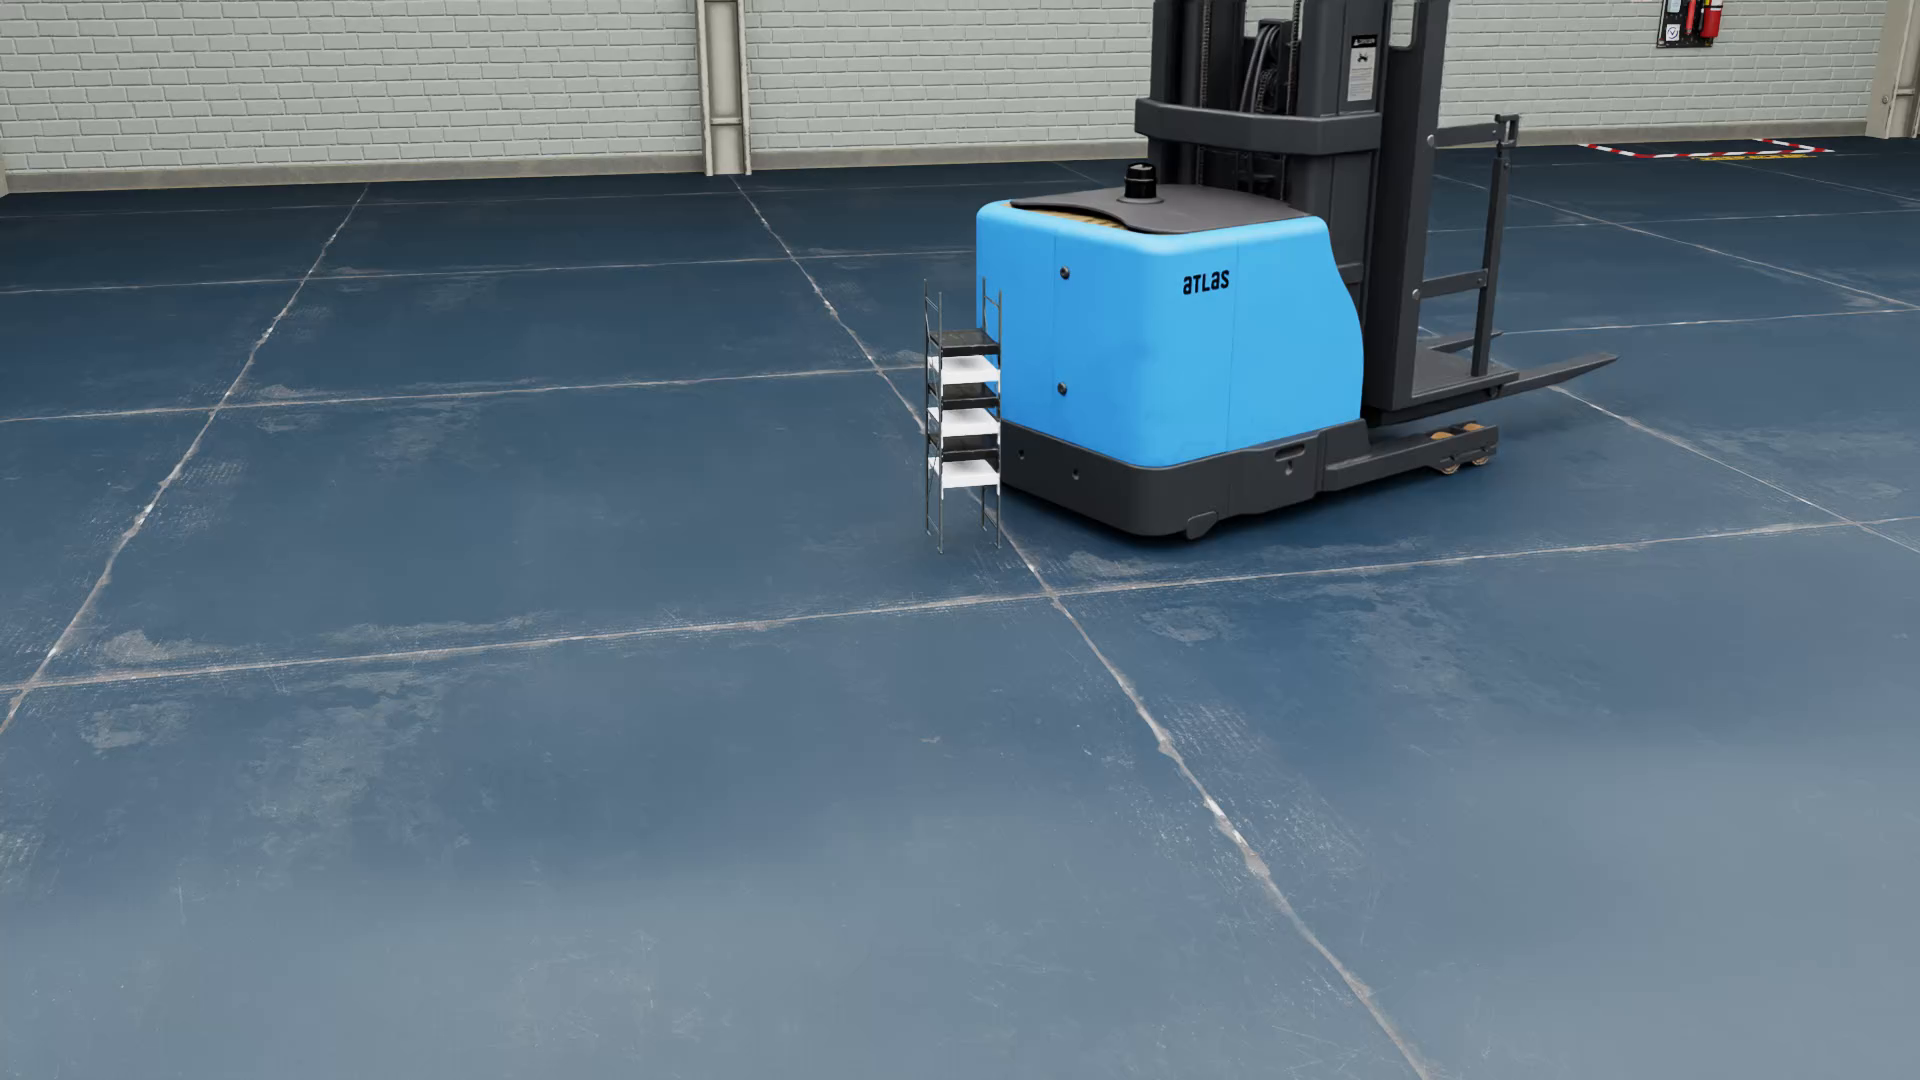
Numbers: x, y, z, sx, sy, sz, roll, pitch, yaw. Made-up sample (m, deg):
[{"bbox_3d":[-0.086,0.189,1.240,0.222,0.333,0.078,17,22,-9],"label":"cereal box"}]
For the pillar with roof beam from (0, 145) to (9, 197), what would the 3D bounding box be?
[{"bbox_3d":[-6.895,-5.541,7.859,0.400,9.000,9.100,-5,21,-12],"label":"pillar with roof beam"}]

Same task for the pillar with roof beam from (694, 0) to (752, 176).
[{"bbox_3d":[-1.056,-6.016,9.156,0.400,9.000,9.100,-5,21,-12],"label":"pillar with roof beam"}]

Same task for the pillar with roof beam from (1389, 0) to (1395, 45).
[{"bbox_3d":[4.783,-6.491,10.452,0.400,9.000,9.100,-5,21,-12],"label":"pillar with roof beam"}]

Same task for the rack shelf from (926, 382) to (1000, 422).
[{"bbox_3d":[0.008,-0.476,5.642,0.200,0.077,0.258,-5,21,-12],"label":"rack shelf"}]

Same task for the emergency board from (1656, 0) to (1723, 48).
[{"bbox_3d":[7.218,-5.407,16.215,0.643,1.169,0.194,-5,21,-12],"label":"emergency board"}]

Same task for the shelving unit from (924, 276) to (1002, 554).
[{"bbox_3d":[0.008,-0.423,5.662,0.210,0.900,0.258,-5,21,-12],"label":"shelving unit"}]

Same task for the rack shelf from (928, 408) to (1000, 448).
[{"bbox_3d":[0.008,-0.392,5.673,0.200,0.077,0.258,-5,21,-12],"label":"rack shelf"}]

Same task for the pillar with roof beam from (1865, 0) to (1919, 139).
[{"bbox_3d":[10.622,-6.966,11.748,0.400,9.000,9.100,-5,21,-12],"label":"pillar with roof beam"}]

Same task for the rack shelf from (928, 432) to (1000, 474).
[{"bbox_3d":[0.008,-0.307,5.704,0.200,0.077,0.258,-5,21,-12],"label":"rack shelf"}]

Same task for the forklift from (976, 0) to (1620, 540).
[{"bbox_3d":[1.527,-1.763,6.367,3.031,2.935,1.130,-15,25,-34],"label":"forklift"}]

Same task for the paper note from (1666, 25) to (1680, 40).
[{"bbox_3d":[7.029,-5.003,16.391,0.142,0.148,0.016,-5,21,-12],"label":"paper note"}]

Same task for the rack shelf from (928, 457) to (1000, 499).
[{"bbox_3d":[0.008,-0.223,5.735,0.200,0.077,0.258,-5,21,-12],"label":"rack shelf"}]

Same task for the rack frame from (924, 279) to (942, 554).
[{"bbox_3d":[-0.091,-0.415,5.640,0.006,0.900,0.240,-5,21,-12],"label":"rack frame"}]

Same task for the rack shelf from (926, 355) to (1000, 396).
[{"bbox_3d":[0.008,-0.561,5.611,0.200,0.077,0.258,-5,21,-12],"label":"rack shelf"}]

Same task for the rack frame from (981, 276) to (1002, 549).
[{"bbox_3d":[0.107,-0.431,5.684,0.006,0.900,0.240,-5,21,-12],"label":"rack frame"}]

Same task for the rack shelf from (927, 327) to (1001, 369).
[{"bbox_3d":[0.008,-0.645,5.580,0.200,0.077,0.258,-5,21,-12],"label":"rack shelf"}]
